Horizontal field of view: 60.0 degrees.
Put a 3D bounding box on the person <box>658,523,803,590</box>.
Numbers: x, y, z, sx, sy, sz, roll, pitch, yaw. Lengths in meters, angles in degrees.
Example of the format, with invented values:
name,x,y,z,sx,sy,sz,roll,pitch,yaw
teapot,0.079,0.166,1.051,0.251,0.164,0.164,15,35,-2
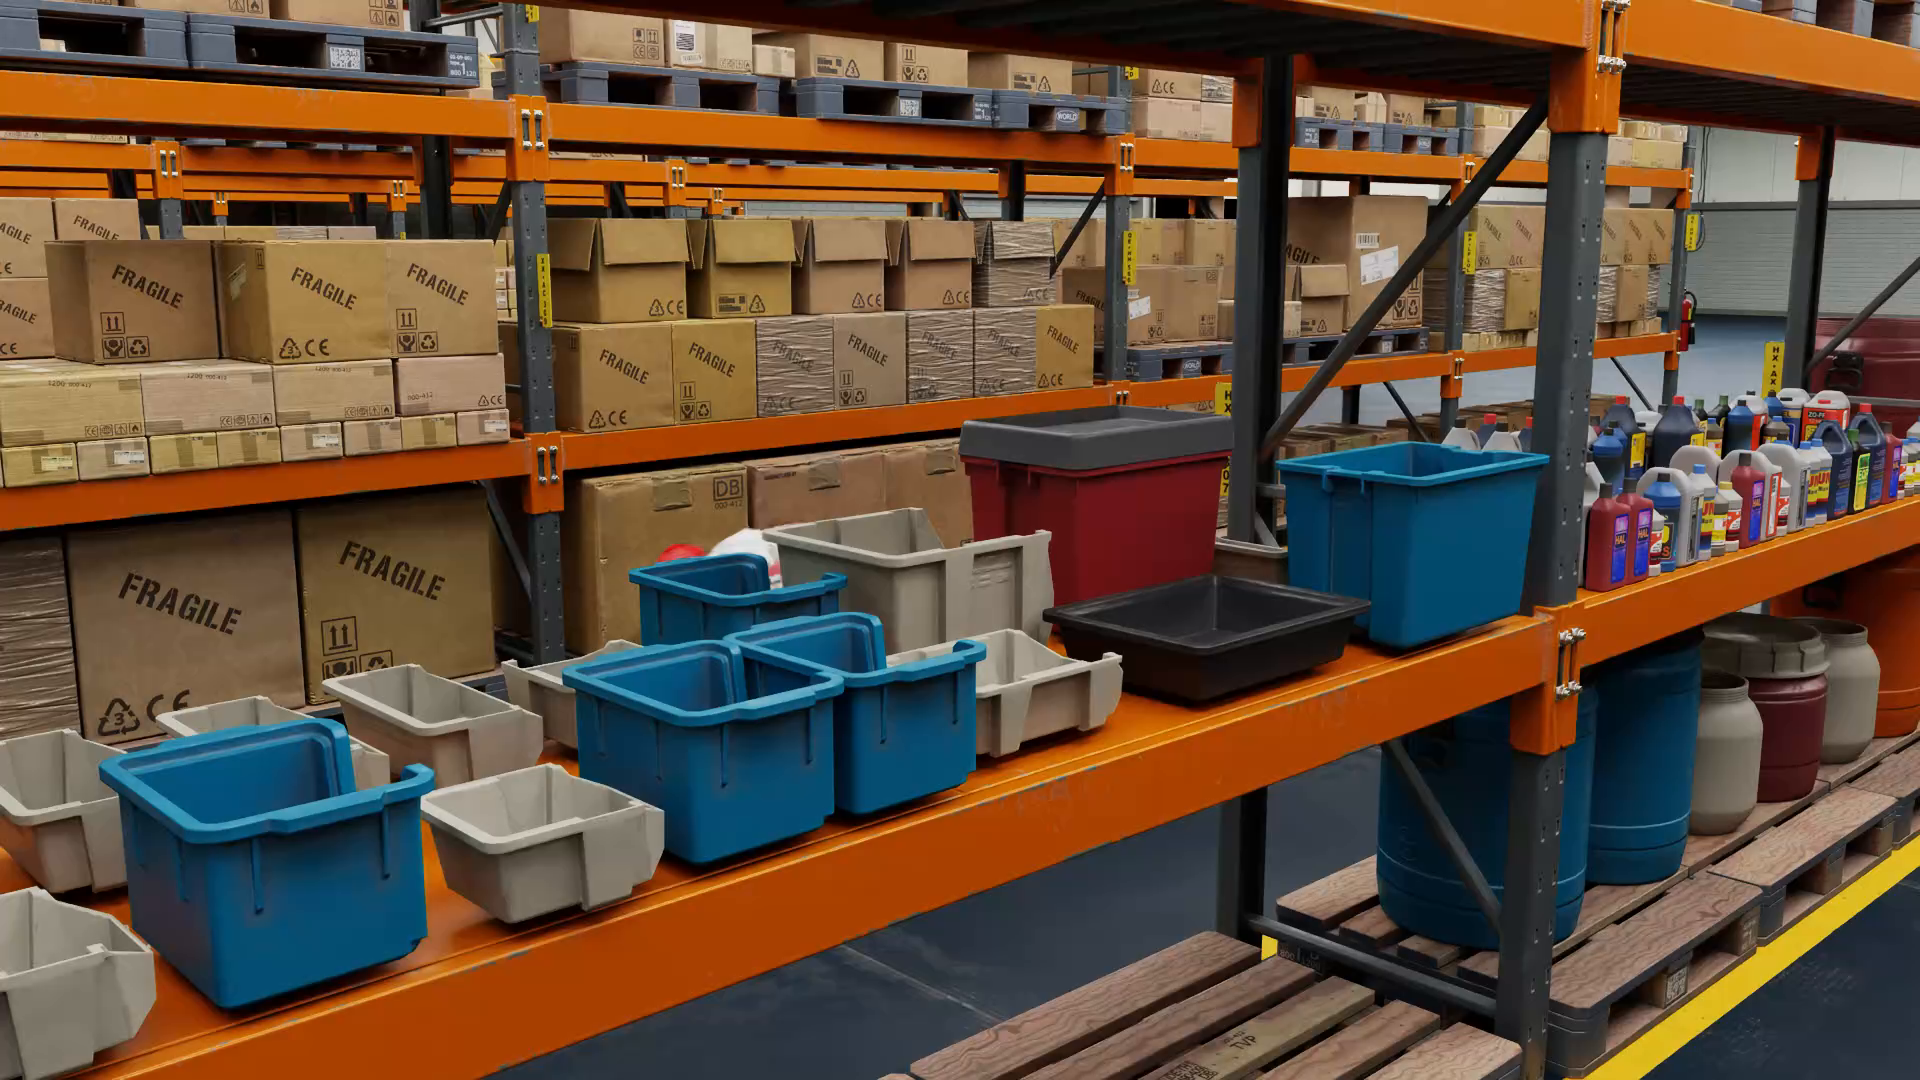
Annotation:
name,x,y,z,sx,sy,sz,roll,pitch,yaw
person,-0.749,0.513,6.371,0.485,1.128,0.962,10,14,43
